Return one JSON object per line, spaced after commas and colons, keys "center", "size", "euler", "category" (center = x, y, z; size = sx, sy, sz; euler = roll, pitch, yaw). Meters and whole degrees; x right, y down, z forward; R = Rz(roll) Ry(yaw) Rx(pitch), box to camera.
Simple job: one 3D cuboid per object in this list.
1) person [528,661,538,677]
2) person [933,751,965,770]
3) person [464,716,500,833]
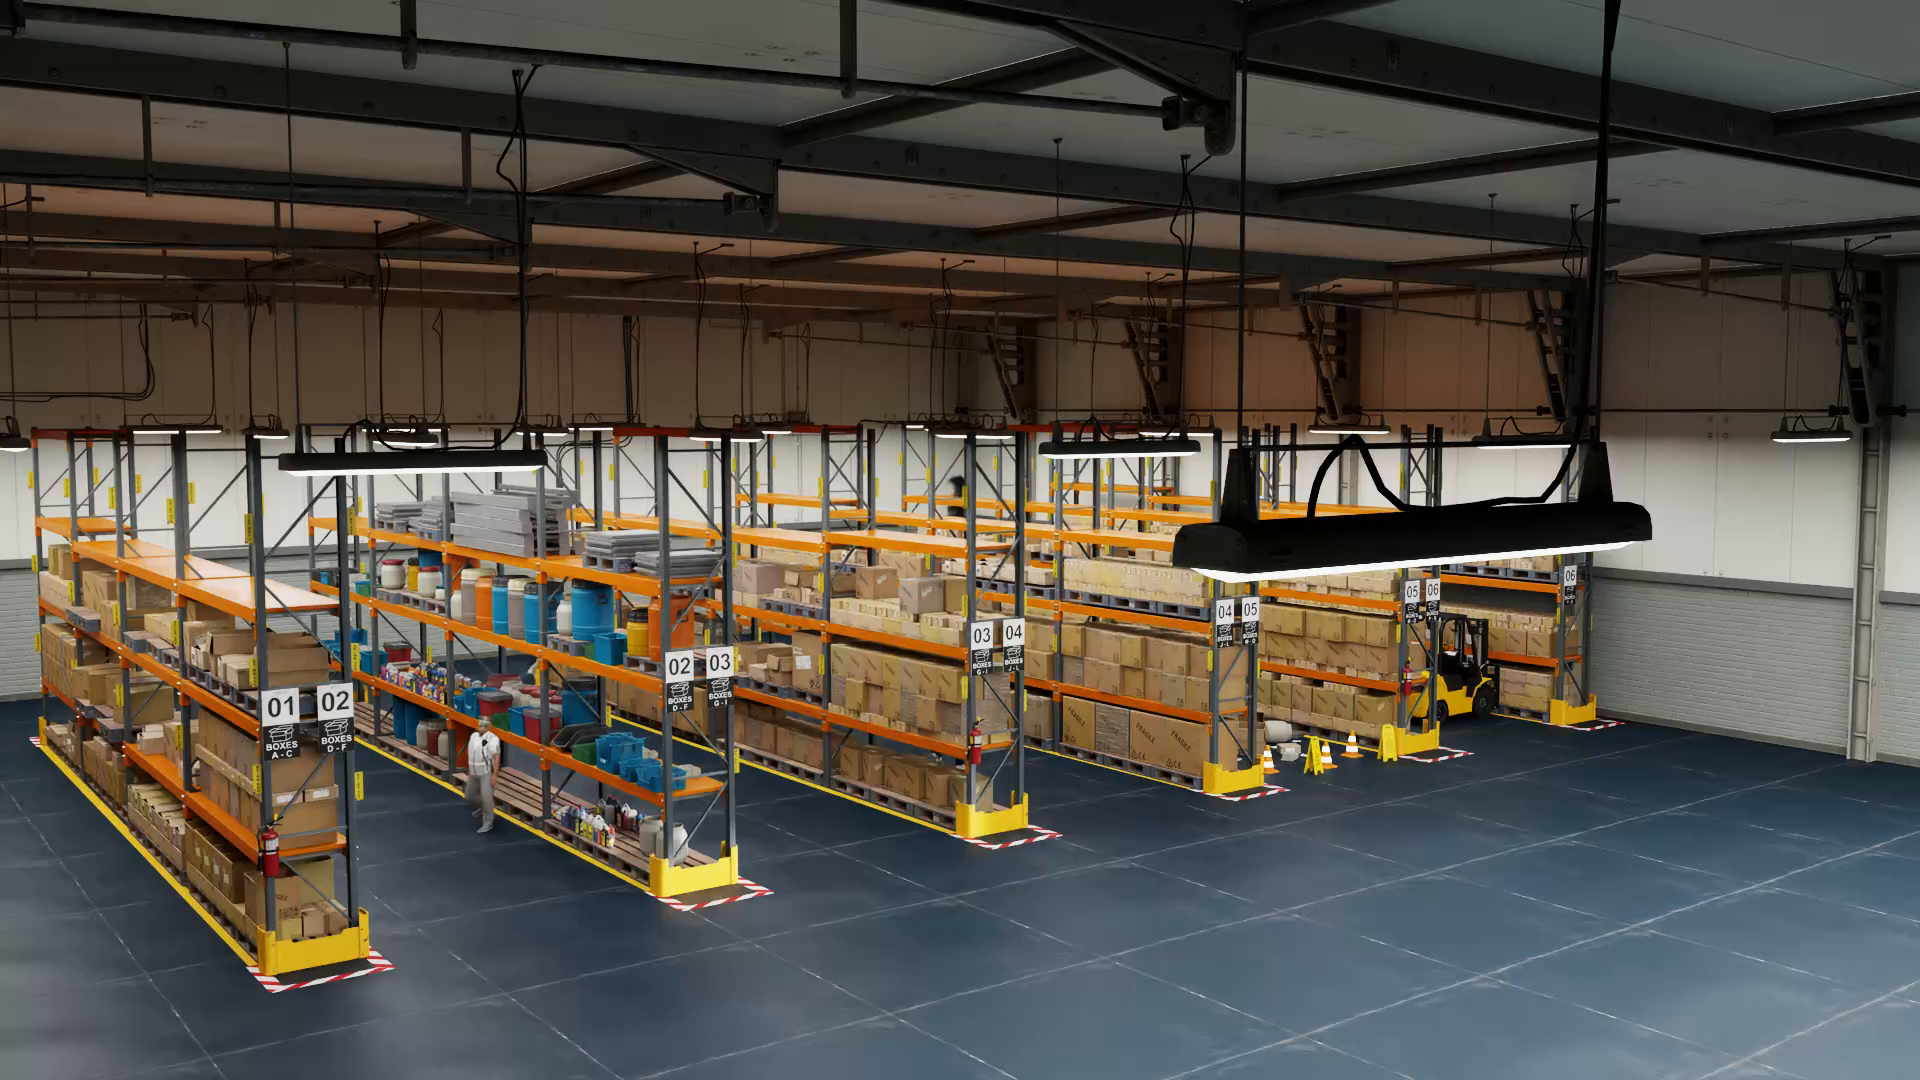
{"center": [-9.554, 2.418, 38.744], "size": [0.938, 1.773, 0.714], "euler": [-1, 5, -18], "category": "person"}
{"center": [-0.130, 3.274, 29.205], "size": [0.702, 1.552, 0.542], "euler": [2, 5, 21], "category": "person"}
{"center": [-7.191, 3.488, 25.084], "size": [0.736, 1.757, 0.613], "euler": [2, 5, 22], "category": "person"}
